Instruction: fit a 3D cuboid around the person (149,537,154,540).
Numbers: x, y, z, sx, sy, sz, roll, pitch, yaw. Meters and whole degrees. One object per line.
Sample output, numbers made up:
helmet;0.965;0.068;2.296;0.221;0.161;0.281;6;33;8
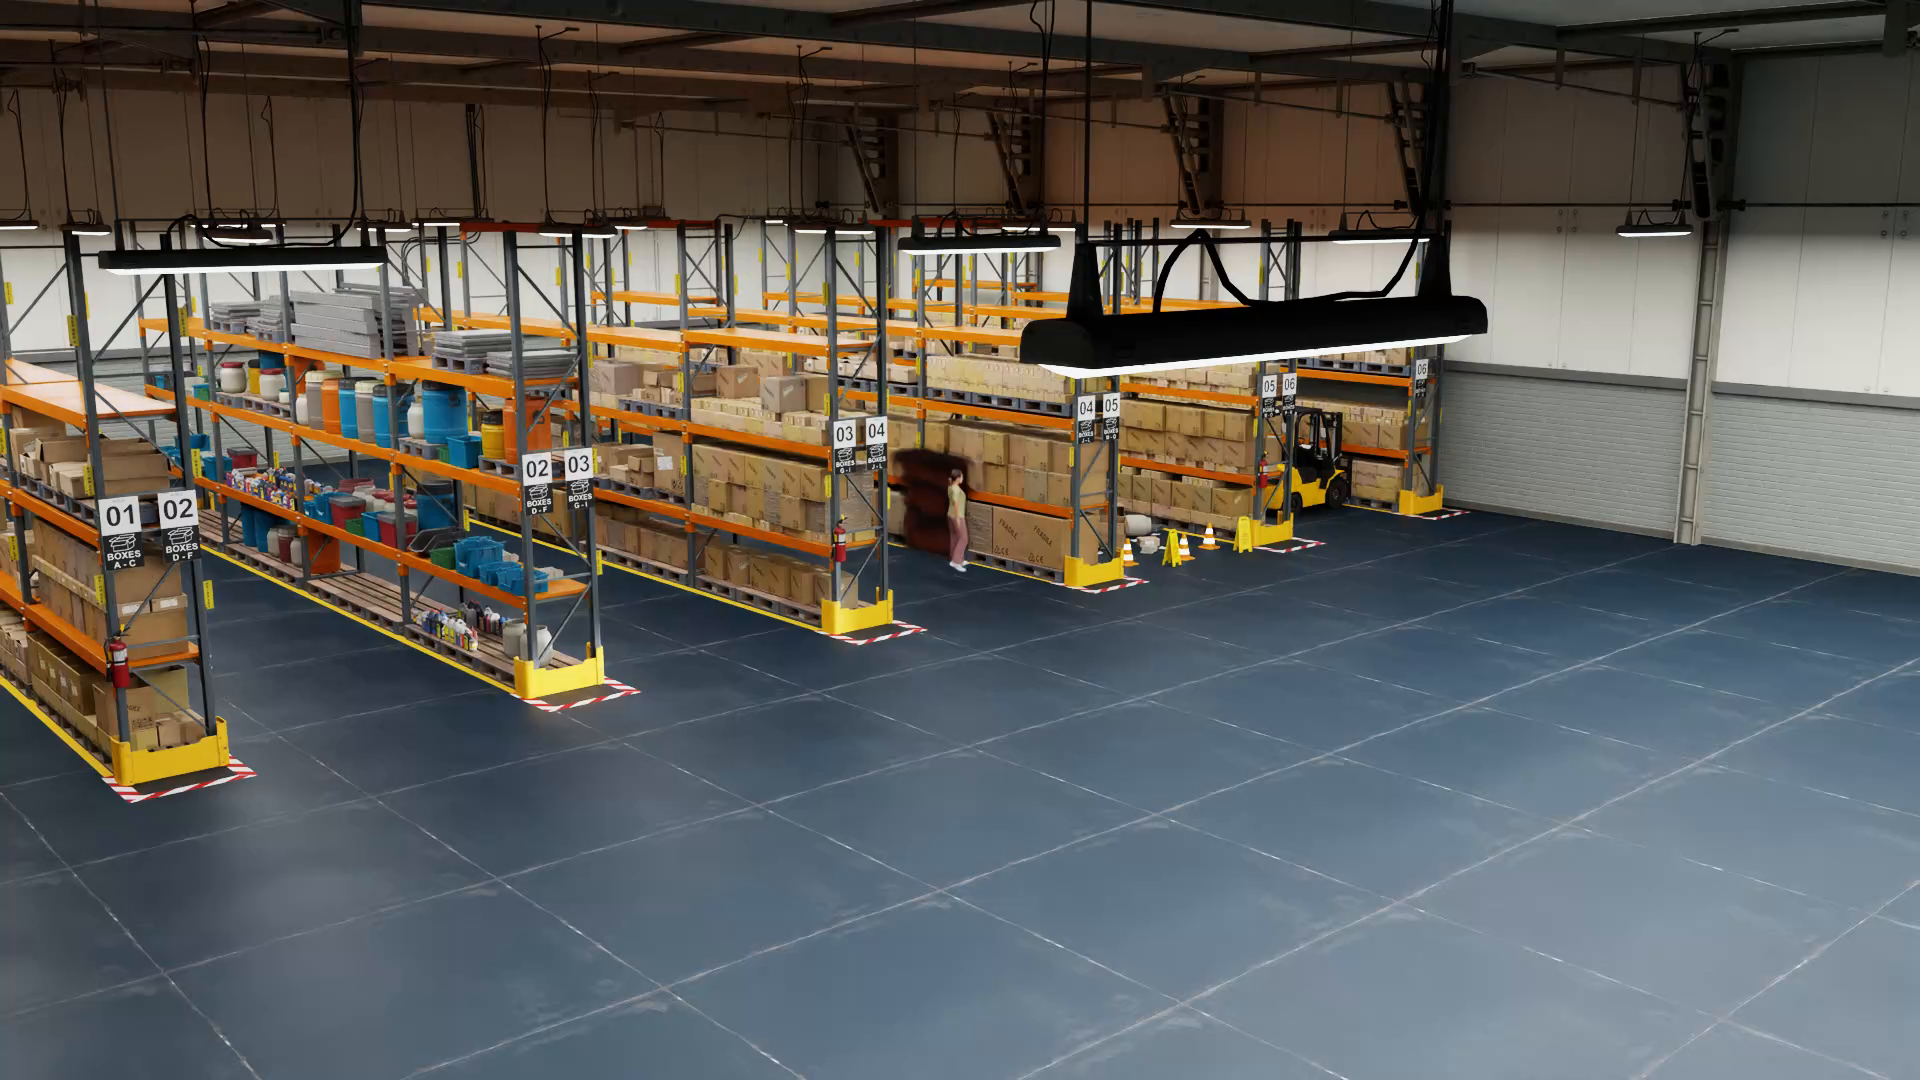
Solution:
person;-12.043;0.623;24.572;0.481;1.674;0.425;10;15;41

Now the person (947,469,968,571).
person;-0.043;-0.355;28.007;0.394;1.715;0.495;-4;12;-18
